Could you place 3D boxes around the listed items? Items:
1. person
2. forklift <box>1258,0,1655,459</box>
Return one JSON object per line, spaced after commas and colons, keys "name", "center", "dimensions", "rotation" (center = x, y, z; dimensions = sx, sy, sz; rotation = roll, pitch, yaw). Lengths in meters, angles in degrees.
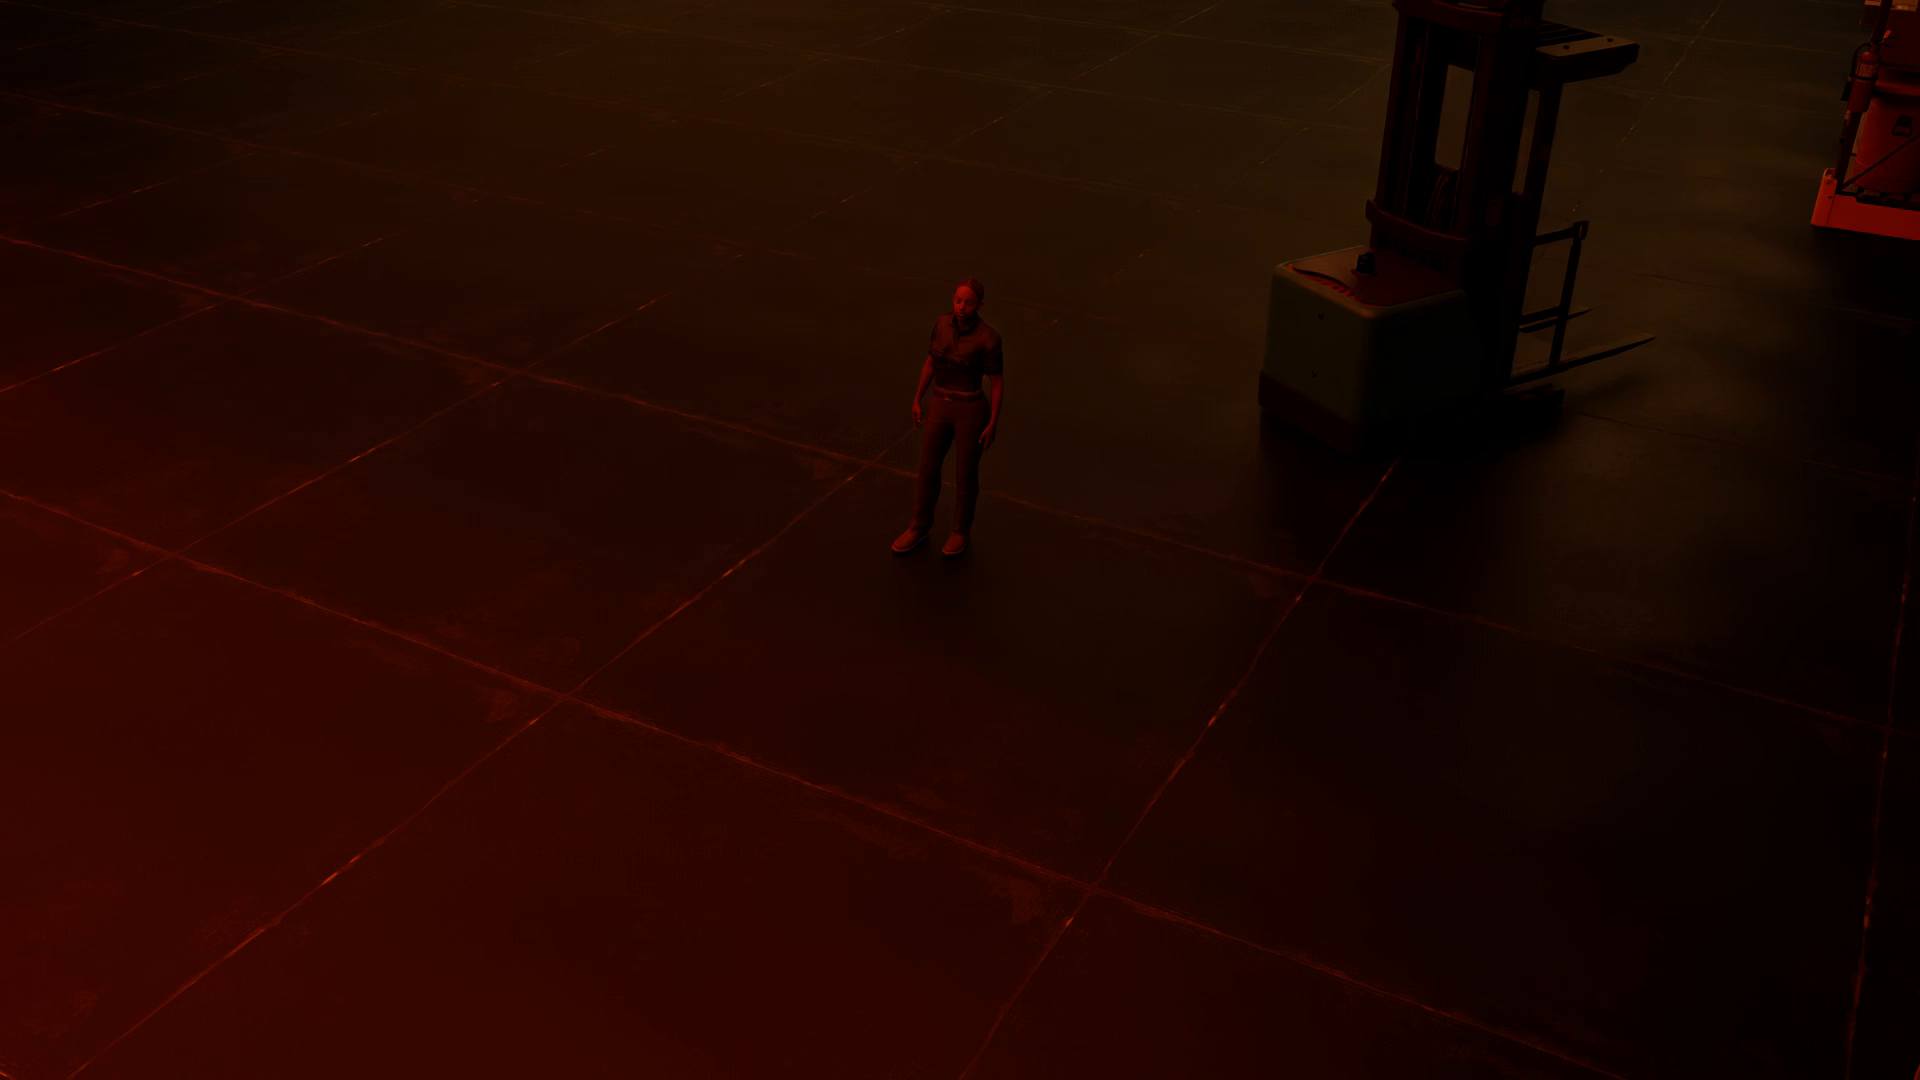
{"name": "person", "center": [-0.060, -0.689, 9.528], "dimensions": [0.569, 1.654, 0.504], "rotation": [15, 33, 25]}
{"name": "forklift", "center": [3.596, -2.327, 11.103], "dimensions": [3.031, 2.935, 1.130], "rotation": [-16, 34, -26]}
